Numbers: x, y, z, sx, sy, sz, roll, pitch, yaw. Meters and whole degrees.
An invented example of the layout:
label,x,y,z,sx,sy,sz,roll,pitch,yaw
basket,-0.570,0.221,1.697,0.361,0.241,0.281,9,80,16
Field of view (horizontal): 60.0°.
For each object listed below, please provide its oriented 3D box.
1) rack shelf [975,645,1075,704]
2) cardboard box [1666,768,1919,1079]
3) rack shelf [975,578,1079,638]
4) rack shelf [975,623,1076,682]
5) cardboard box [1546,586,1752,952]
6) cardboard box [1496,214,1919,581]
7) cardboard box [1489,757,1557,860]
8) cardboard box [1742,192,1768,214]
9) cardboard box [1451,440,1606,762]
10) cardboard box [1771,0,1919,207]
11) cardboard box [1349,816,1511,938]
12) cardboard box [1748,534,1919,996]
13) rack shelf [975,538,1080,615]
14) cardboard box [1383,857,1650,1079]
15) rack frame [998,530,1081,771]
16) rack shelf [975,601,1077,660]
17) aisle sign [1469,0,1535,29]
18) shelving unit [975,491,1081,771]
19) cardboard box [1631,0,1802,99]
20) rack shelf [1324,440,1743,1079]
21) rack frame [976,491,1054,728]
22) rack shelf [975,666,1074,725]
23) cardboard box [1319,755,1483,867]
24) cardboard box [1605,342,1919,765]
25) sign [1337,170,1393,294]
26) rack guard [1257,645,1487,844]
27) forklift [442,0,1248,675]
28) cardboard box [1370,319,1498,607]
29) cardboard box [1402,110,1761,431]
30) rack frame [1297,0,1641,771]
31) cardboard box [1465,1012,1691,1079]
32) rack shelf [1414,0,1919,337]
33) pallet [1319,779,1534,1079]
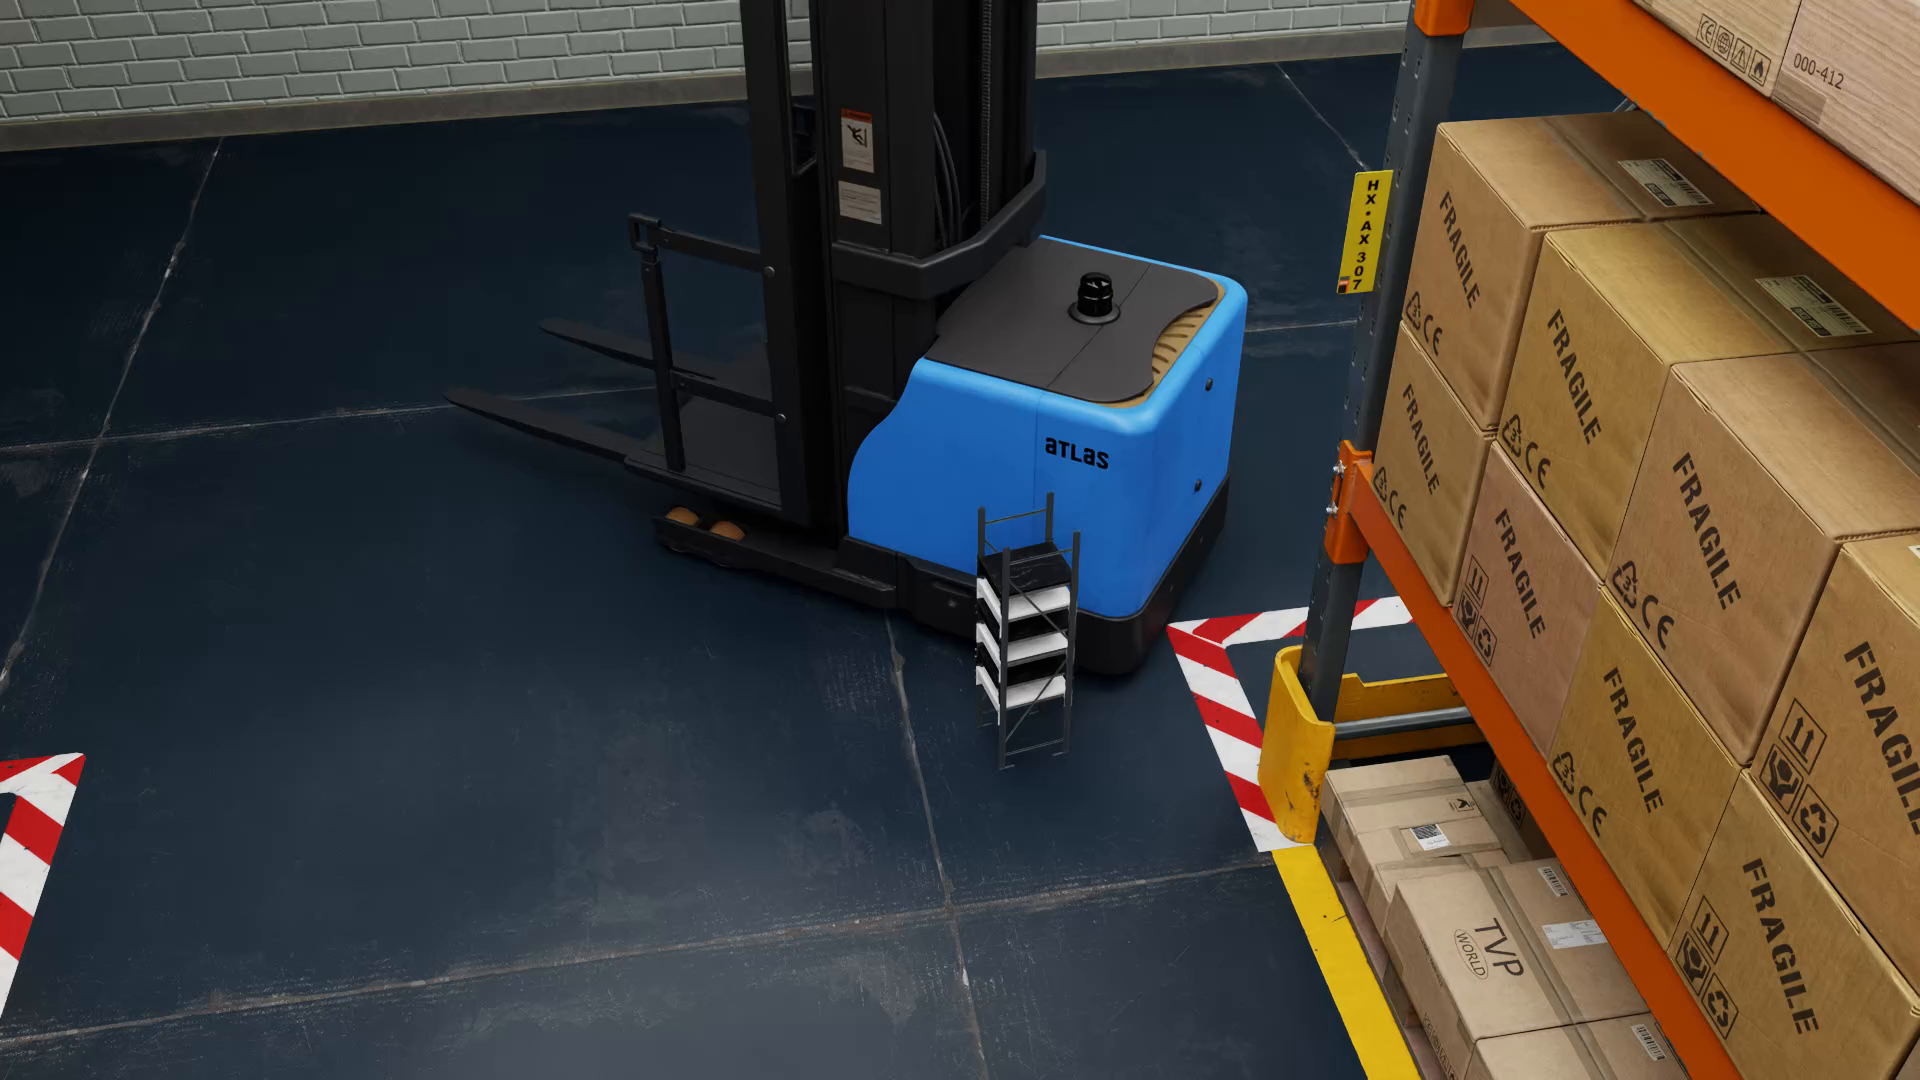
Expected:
label,x,y,z,sx,sy,sz,roll,pitch,yaw
rack shelf,0.201,0.393,5.212,0.258,0.077,0.200,-13,40,-16
cardboard box,1.611,0.708,2.813,0.500,0.500,0.500,-6,38,-7
rack shelf,0.202,0.179,5.047,0.258,0.077,0.200,-13,40,-16
rack shelf,0.201,0.322,5.157,0.258,0.077,0.200,-13,40,-16
cardboard box,1.525,0.405,3.202,0.500,0.500,0.500,-6,38,-8
cardboard box,1.443,-0.289,3.281,0.500,0.500,0.500,-6,38,-7
cardboard box,1.863,0.649,4.648,0.500,0.500,0.500,-6,38,-8
cardboard box,1.874,-0.661,3.759,0.500,0.500,0.500,-7,38,-8
cardboard box,1.440,0.102,3.592,0.500,0.500,0.500,-7,38,-8
cardboard box,1.530,-0.648,2.317,0.500,0.250,0.500,-6,38,-8
cardboard box,1.305,0.920,4.572,0.380,0.166,0.250,-6,38,-8
cardboard box,1.616,0.320,2.496,0.500,0.500,0.500,-7,38,-8
rack shelf,0.202,0.108,4.991,0.258,0.077,0.200,-13,40,-16
cardboard box,1.429,1.107,4.263,0.500,0.250,0.500,-6,38,-8
rack frame,0.236,0.354,5.061,0.240,0.900,0.006,-13,40,-16
rack shelf,0.201,0.250,5.102,0.258,0.077,0.200,-13,40,-16
aisle sign,1.225,-1.502,3.620,0.394,0.787,0.004,-6,38,-8
shelving unit,0.201,0.295,5.136,0.258,0.900,0.210,-13,40,-16
cardboard box,1.440,-0.950,2.705,0.500,0.250,0.500,-6,38,-8
rack shelf,1.876,1.026,3.071,1.077,0.370,4.000,-6,38,-8
rack frame,0.167,0.237,5.212,0.240,0.900,0.006,-13,40,-16
rack shelf,0.201,0.464,5.267,0.258,0.077,0.200,-13,40,-16
cardboard box,1.261,0.776,4.771,0.380,0.149,0.250,-6,38,-8
cardboard box,1.526,0.014,2.891,0.500,0.500,0.500,-6,38,-7
sign,0.991,-0.749,4.064,0.100,0.325,0.005,-6,38,-8
rack guard,1.539,0.567,5.113,1.175,0.500,0.348,-6,38,-8
forklift,-0.563,-1.329,5.572,3.031,2.935,1.130,17,41,21
cardboard box,1.344,-0.209,3.993,0.500,0.500,0.500,-5,38,-7
cardboard box,1.344,-0.604,3.686,0.500,0.500,0.500,-5,38,-7
rack frame,1.526,-0.466,4.405,1.000,3.000,0.127,-6,38,-8
cardboard box,1.517,1.409,3.874,0.500,0.250,0.500,-6,38,-8
rack shelf,1.876,-0.158,2.150,1.077,0.370,4.000,-6,38,-8
pallet,1.680,1.163,4.582,1.003,0.211,1.213,-6,38,-8
